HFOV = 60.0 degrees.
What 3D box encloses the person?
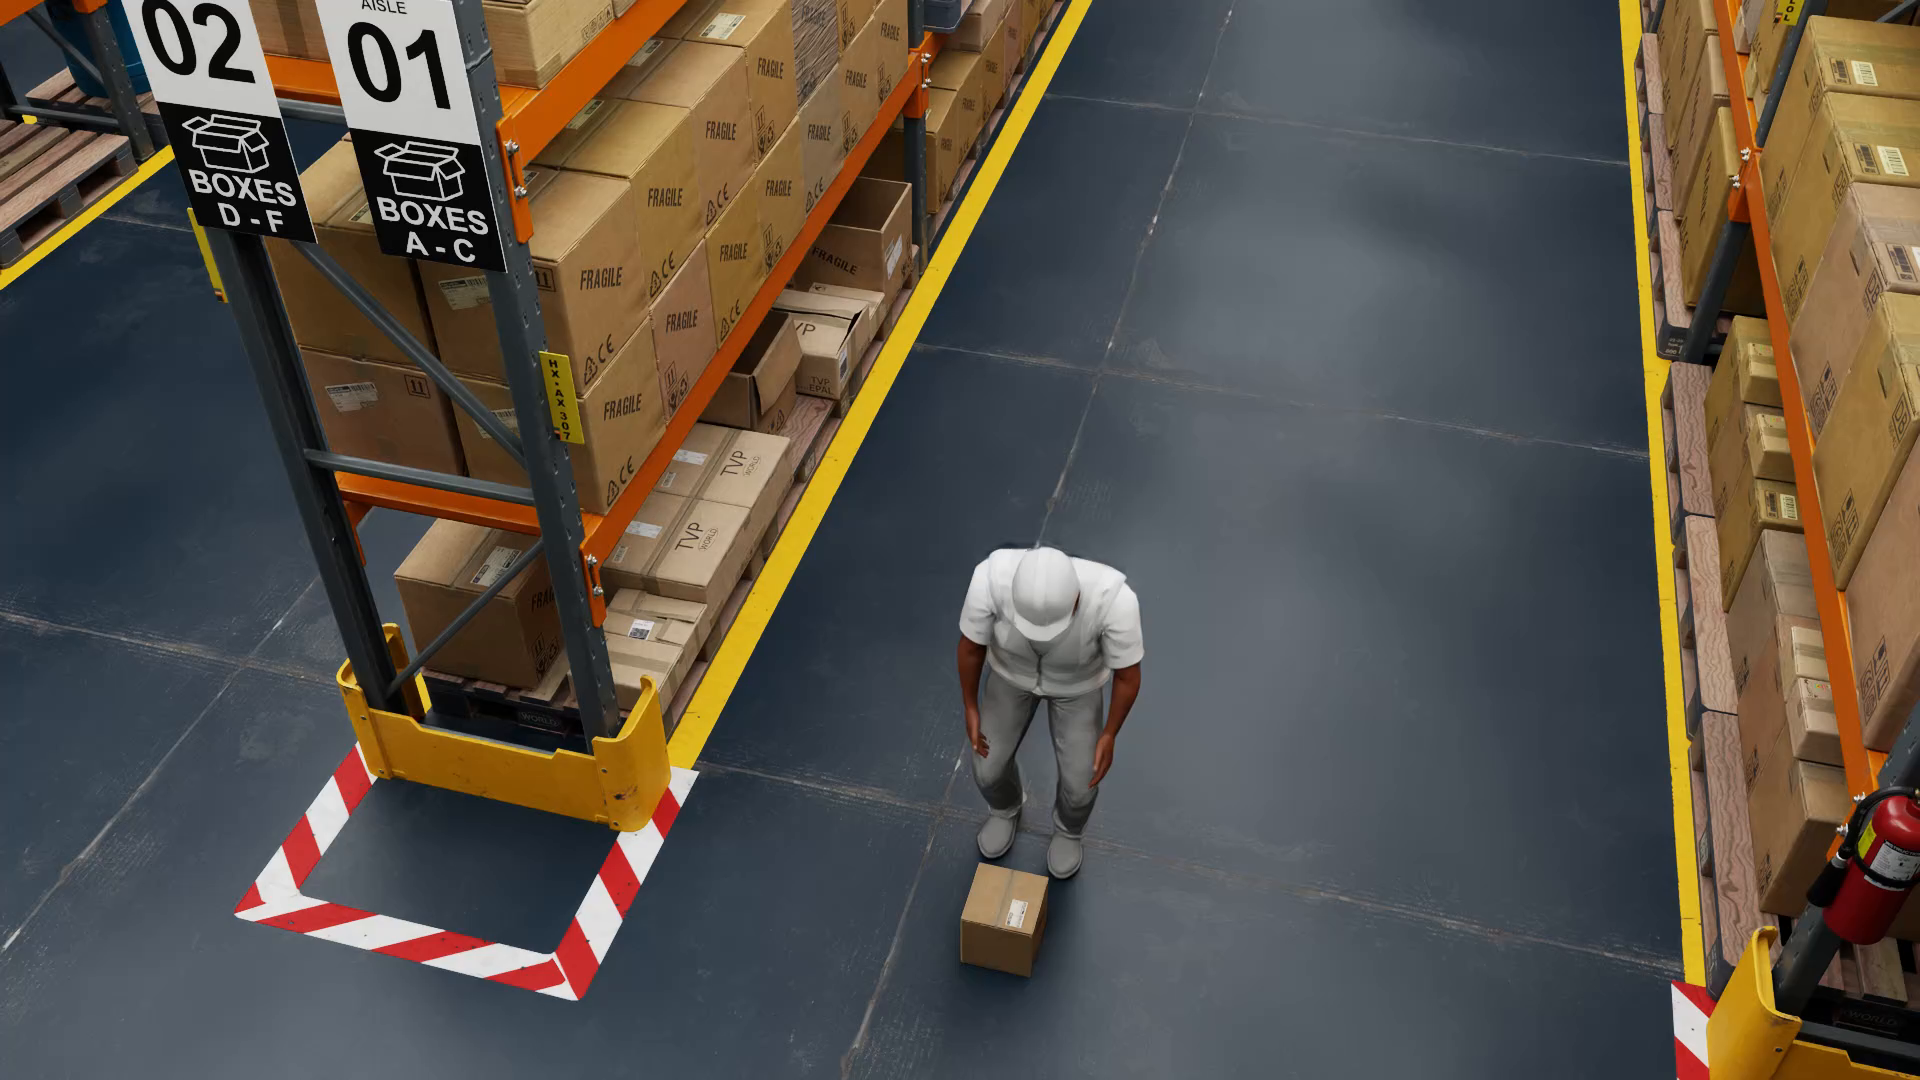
[{"bbox_3d":[0.304,0.534,5.656,0.620,1.591,0.622,10,42,12],"label":"person"}]
